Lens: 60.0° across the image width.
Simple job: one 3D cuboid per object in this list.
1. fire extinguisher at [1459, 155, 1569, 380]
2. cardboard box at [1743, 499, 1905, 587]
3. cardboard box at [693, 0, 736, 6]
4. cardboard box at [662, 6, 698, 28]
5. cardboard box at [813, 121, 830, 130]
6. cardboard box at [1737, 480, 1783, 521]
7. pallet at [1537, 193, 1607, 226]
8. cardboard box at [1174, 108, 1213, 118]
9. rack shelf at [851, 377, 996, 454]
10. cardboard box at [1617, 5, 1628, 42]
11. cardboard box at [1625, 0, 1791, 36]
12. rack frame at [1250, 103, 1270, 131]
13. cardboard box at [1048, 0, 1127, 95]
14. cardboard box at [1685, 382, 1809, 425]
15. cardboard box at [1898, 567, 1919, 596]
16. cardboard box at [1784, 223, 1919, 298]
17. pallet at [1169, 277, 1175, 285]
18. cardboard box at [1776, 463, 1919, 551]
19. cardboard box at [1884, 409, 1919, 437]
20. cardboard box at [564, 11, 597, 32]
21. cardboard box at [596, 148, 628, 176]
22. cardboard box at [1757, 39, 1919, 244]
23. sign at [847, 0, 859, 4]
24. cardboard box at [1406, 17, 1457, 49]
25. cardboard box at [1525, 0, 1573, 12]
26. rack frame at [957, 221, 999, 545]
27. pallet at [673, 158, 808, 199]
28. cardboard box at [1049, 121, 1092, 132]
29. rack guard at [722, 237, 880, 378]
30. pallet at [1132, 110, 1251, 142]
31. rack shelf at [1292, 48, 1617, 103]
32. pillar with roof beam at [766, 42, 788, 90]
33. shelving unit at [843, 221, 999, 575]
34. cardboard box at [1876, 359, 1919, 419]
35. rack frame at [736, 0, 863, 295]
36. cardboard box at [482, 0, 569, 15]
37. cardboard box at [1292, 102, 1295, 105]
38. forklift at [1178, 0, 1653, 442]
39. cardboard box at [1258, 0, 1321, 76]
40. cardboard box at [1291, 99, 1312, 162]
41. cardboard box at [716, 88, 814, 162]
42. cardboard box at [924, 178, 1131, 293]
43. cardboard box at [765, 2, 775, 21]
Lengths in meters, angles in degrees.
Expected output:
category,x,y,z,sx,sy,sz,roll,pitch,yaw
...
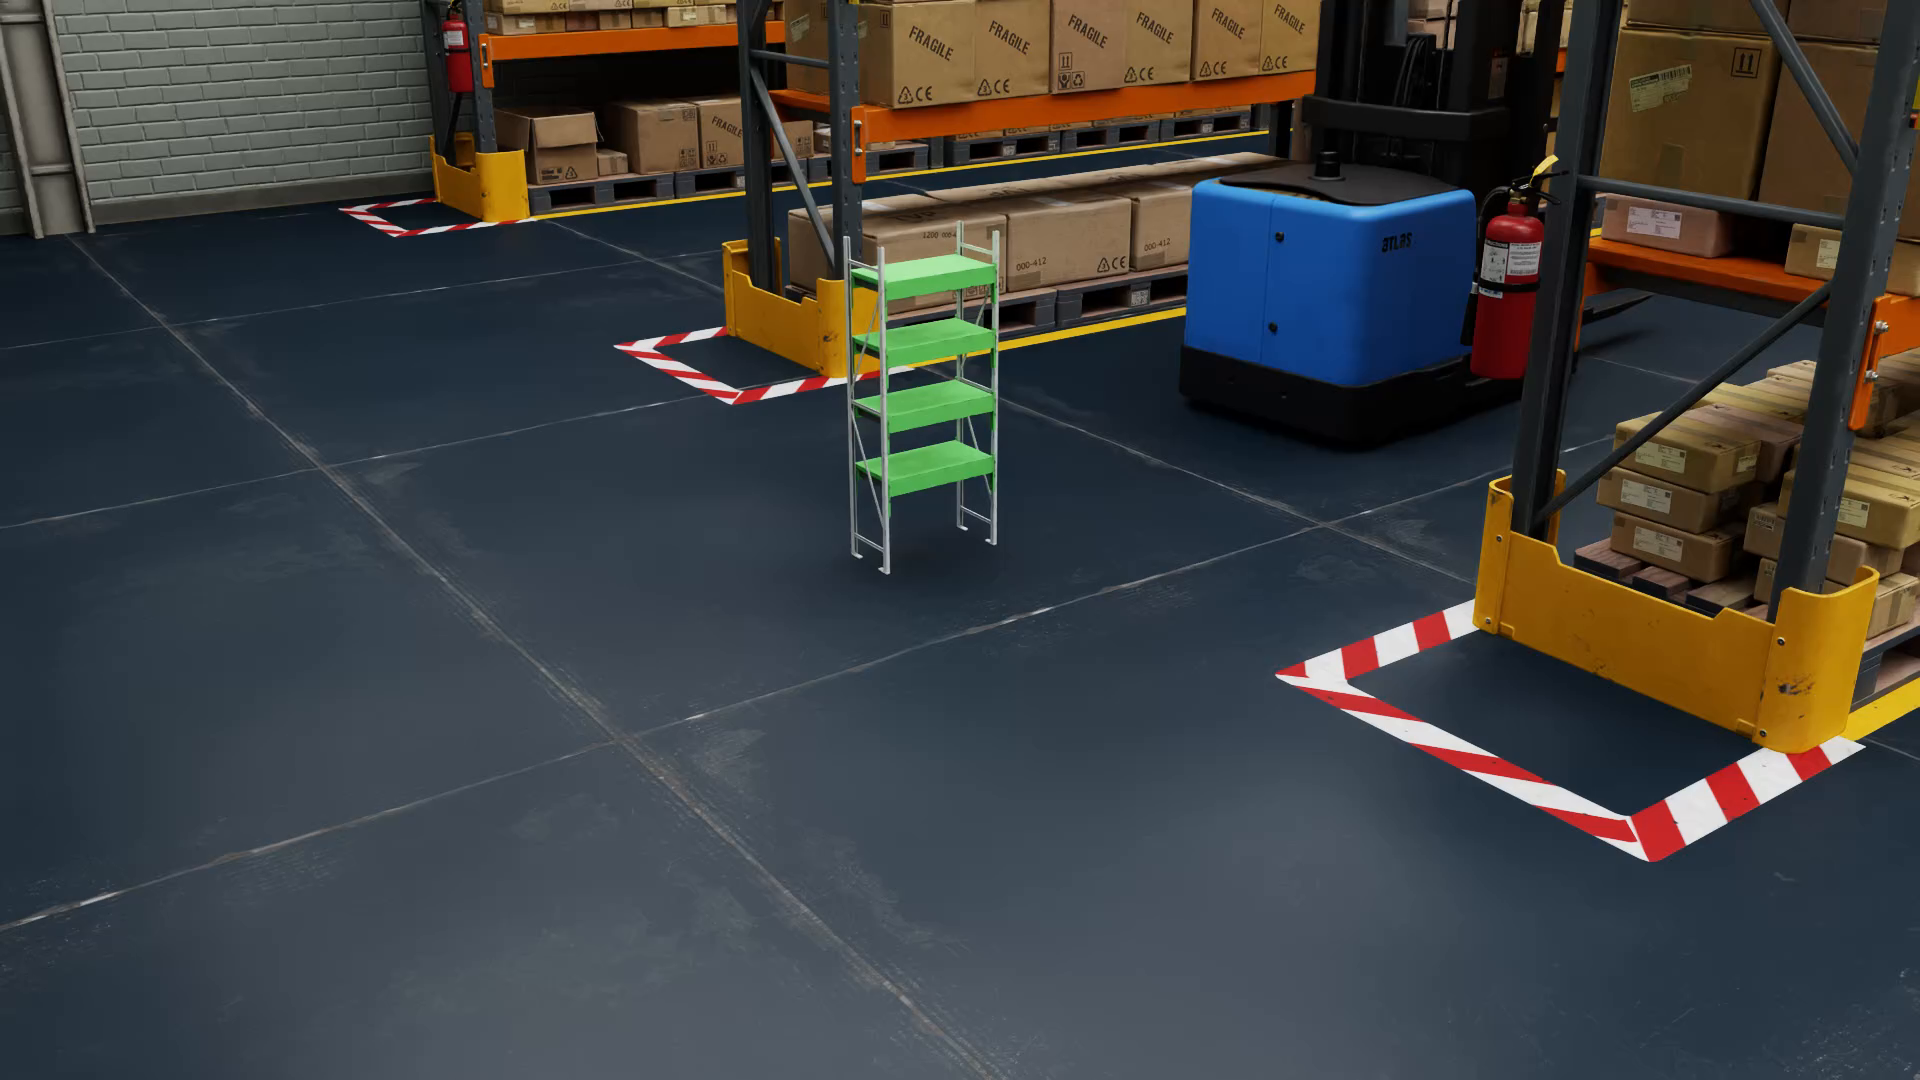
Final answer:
category,x,y,z,sx,sy,sz,roll,pitch,yaw
fire extinguisher,1.670,-0.832,5.042,0.183,0.674,0.296,-15,26,-33
cardboard box,2.719,-0.002,5.233,0.250,0.149,0.380,-14,26,-31
cardboard box,-1.984,-4.339,13.025,0.500,0.250,0.500,-16,27,-34
cardboard box,-2.229,-4.052,12.844,0.250,0.149,0.380,-16,27,-34
cardboard box,-1.158,-3.657,14.574,0.500,0.311,0.500,-14,26,-31
cardboard box,2.650,-0.206,5.745,0.250,0.149,0.380,-16,27,-34
pallet,3.992,-2.450,12.252,1.213,0.211,1.003,-15,26,-33
cardboard box,2.133,-4.421,16.234,0.500,0.500,0.500,-15,26,-34
rack shelf,-0.134,-0.462,6.108,0.480,0.148,0.258,-15,26,-33
cardboard box,4.583,-3.679,11.771,0.500,0.250,0.500,-15,26,-33
cardboard box,2.370,-1.780,4.924,0.500,0.500,0.500,-16,27,-34
rack frame,2.763,-5.648,16.504,0.127,3.000,1.000,-15,26,-33
cardboard box,0.546,-2.711,9.007,0.500,0.500,0.500,-15,26,-33
cardboard box,2.799,-0.426,5.895,0.250,0.149,0.380,-16,27,-34
cardboard box,2.921,0.074,5.444,0.250,0.149,0.380,-15,26,-33
cardboard box,2.599,-0.812,4.722,0.250,0.149,0.380,-15,26,-33
pallet,1.755,-1.854,10.757,1.213,0.211,1.003,-15,26,-33
cardboard box,2.768,-0.115,5.115,0.250,0.149,0.380,-16,27,-35
cardboard box,3.354,-0.306,5.593,0.250,0.149,0.380,-16,27,-35
cardboard box,-2.931,-3.925,12.524,0.250,0.149,0.380,-15,26,-34
cardboard box,-2.811,-2.972,13.076,0.250,0.149,0.380,-16,27,-35
cardboard box,2.670,-1.155,4.709,0.500,0.500,0.500,-14,25,-30
sign,-0.509,-2.695,7.827,0.005,0.325,0.100,-15,26,-33
cardboard box,2.930,-3.236,10.661,0.500,0.250,0.500,-16,27,-34
cardboard box,3.772,-3.685,11.113,0.500,0.250,0.500,-15,26,-32
rack frame,0.064,-0.574,6.217,0.015,1.200,0.240,-15,26,-33
pallet,-2.033,-3.073,13.814,1.213,0.211,1.003,-15,26,-33
cardboard box,0.875,-4.078,15.376,0.500,0.500,0.500,-16,27,-34
rack guard,-0.848,-1.258,8.874,0.348,0.500,1.175,-15,26,-33
pallet,2.135,-4.203,16.644,1.213,0.211,1.003,-15,26,-33
rack shelf,4.042,-3.389,11.812,4.000,0.370,1.077,-15,26,-33
pillar with roof beam,0.939,-6.394,10.278,0.400,9.000,9.100,-15,26,-33
shelving unit,-0.134,-0.521,6.084,0.503,1.200,0.258,-15,26,-33
cardboard box,3.511,-0.562,6.234,0.250,0.149,0.380,-16,27,-35
rack frame,-0.829,-2.424,8.424,0.127,3.000,1.000,-15,26,-33
cardboard box,-3.205,-4.002,12.180,0.500,0.250,0.500,-15,26,-33
cardboard box,3.278,-4.871,17.194,0.625,0.625,0.875,-14,26,-31
forklift,2.486,-2.237,8.048,3.031,2.935,1.130,-18,28,-38
cardboard box,1.777,-3.046,9.848,0.500,0.500,0.500,-16,27,-34
cardboard box,2.875,-2.656,11.306,0.875,0.875,0.875,-14,26,-31
cardboard box,-1.620,-3.453,13.808,0.500,0.500,0.700,-16,27,-35
cardboard box,0.387,-1.803,9.757,0.875,0.438,0.875,-14,26,-31
cardboard box,-1.685,-4.260,13.363,0.250,0.149,0.380,-14,26,-32
